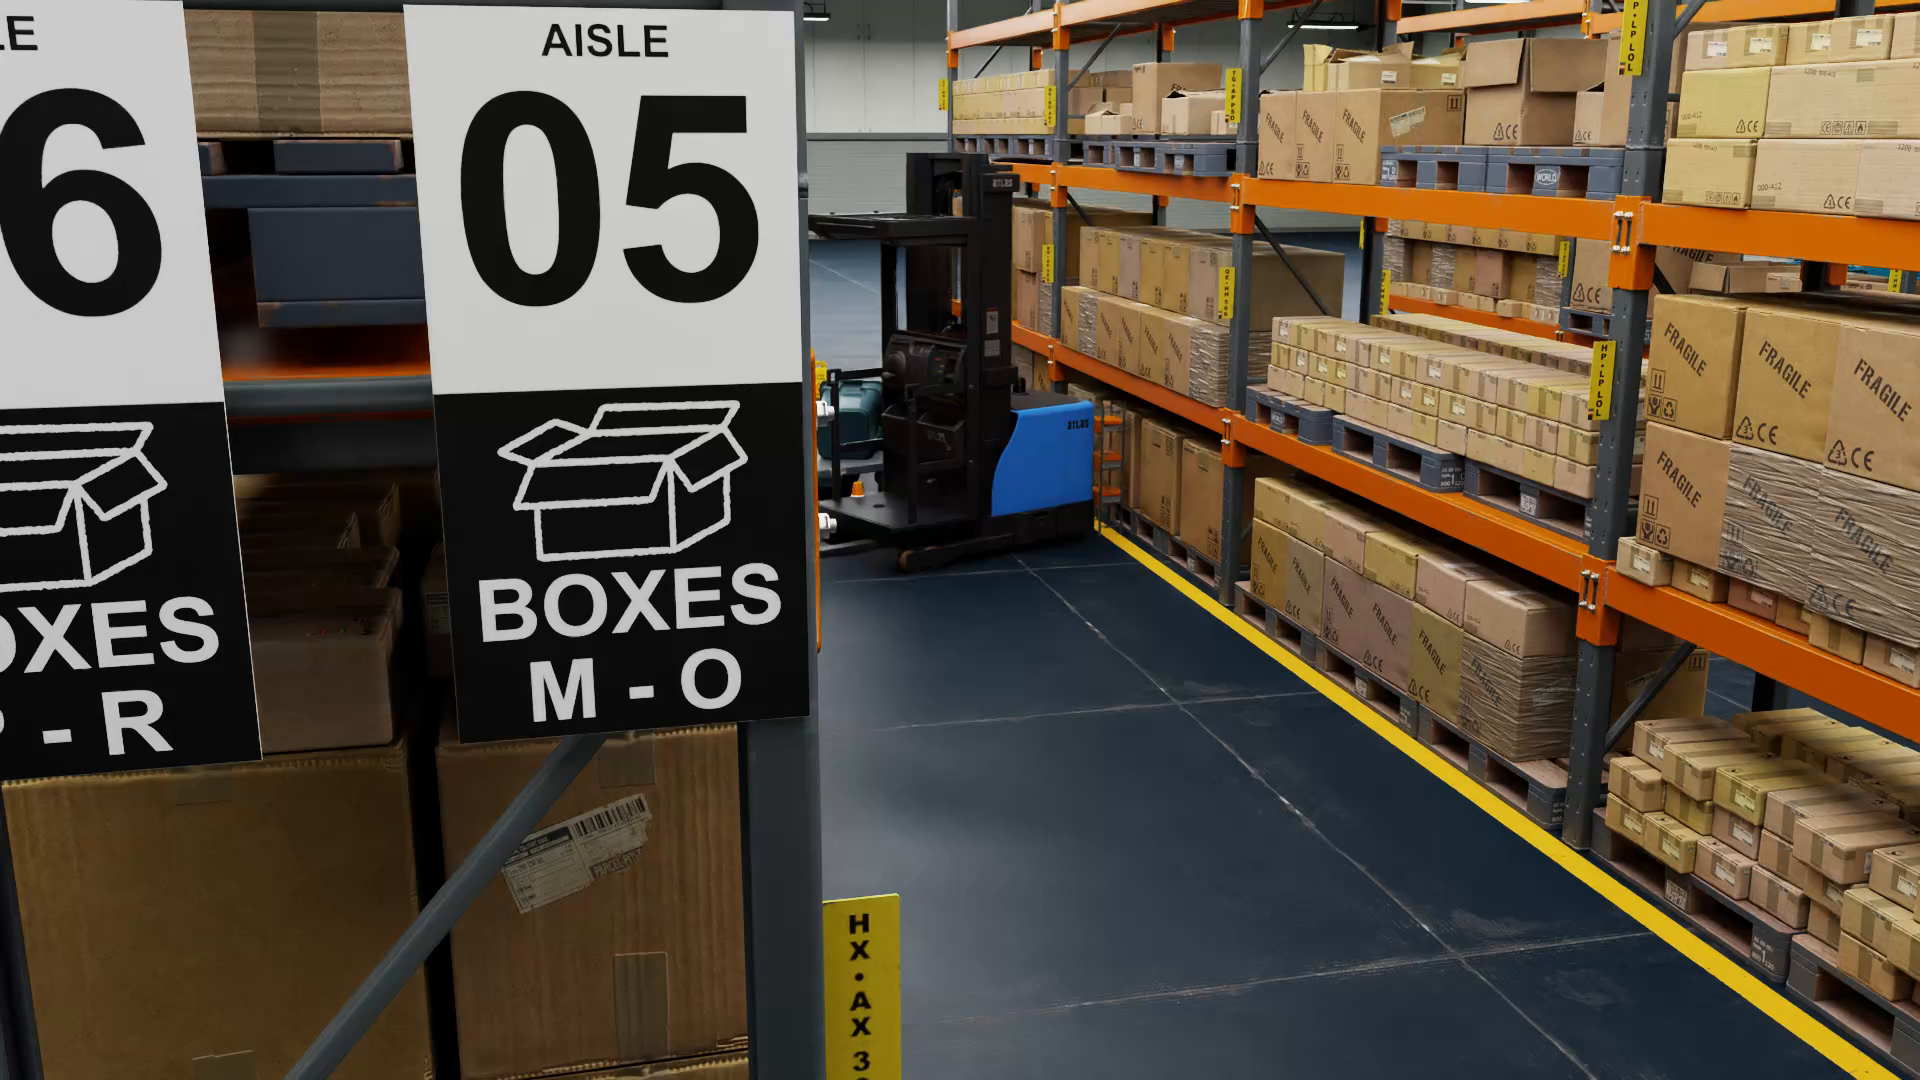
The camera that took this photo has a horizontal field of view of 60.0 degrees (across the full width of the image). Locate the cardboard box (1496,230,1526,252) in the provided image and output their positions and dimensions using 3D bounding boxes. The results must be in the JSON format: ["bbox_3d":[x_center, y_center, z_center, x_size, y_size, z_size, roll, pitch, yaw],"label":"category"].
[{"bbox_3d":[5.656,-3.107,16.379,0.500,0.500,0.500,-3,14,-13],"label":"cardboard box"}]

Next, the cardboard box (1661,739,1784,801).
[{"bbox_3d":[3.069,0.924,6.692,0.380,0.149,0.250,-3,14,-10],"label":"cardboard box"}]

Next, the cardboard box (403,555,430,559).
[{"bbox_3d":[-1.275,0.231,3.344,0.500,0.500,0.500,-3,14,-13],"label":"cardboard box"}]

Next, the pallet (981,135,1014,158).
[{"bbox_3d":[0.838,-3.855,16.254,1.003,0.211,1.213,-3,14,-13],"label":"pallet"}]

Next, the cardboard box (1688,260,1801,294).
[{"bbox_3d":[6.645,-2.084,14.033,0.797,0.503,0.637,-2,14,-7],"label":"cardboard box"}]

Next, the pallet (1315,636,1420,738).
[{"bbox_3d":[2.708,0.768,9.340,1.003,0.211,1.213,-3,14,-13],"label":"pallet"}]

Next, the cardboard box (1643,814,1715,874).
[{"bbox_3d":[3.018,1.219,6.741,0.380,0.149,0.250,-3,14,-12],"label":"cardboard box"}]

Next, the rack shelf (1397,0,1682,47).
[{"bbox_3d":[5.678,-5.249,16.973,1.077,0.370,4.000,-3,14,-13],"label":"rack shelf"}]

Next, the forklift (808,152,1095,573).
[{"bbox_3d":[-0.430,-1.324,12.172,3.031,2.935,1.130,-10,17,-36],"label":"forklift"}]

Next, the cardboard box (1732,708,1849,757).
[{"bbox_3d":[3.519,0.834,7.062,0.380,0.149,0.250,-3,14,-12],"label":"cardboard box"}]

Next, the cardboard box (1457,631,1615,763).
[{"bbox_3d":[2.763,0.728,8.009,0.500,0.500,0.500,-4,14,-14],"label":"cardboard box"}]

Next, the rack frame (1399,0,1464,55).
[{"bbox_3d":[5.209,-6.061,18.776,1.000,3.000,0.127,-3,14,-13],"label":"rack frame"}]

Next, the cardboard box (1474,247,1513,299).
[{"bbox_3d":[5.804,-2.752,17.032,0.875,0.500,0.500,-3,14,-13],"label":"cardboard box"}]

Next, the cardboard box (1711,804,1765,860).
[{"bbox_3d":[3.195,1.120,6.518,0.380,0.149,0.250,-3,14,-14],"label":"cardboard box"}]

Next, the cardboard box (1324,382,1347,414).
[{"bbox_3d":[2.343,-0.829,9.646,0.380,0.149,0.250,-3,14,-11],"label":"cardboard box"}]

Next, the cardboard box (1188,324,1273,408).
[{"bbox_3d":[1.876,-1.186,11.250,0.500,0.500,0.500,-3,14,-13],"label":"cardboard box"}]

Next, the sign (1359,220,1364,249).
[{"bbox_3d":[4.681,-3.537,19.261,0.100,0.325,0.005,-3,14,-13],"label":"sign"}]

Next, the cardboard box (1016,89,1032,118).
[{"bbox_3d":[0.820,-3.968,15.123,0.500,0.250,0.500,-3,14,-13],"label":"cardboard box"}]

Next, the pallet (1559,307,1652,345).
[{"bbox_3d":[6.186,-1.947,14.979,1.003,0.211,1.213,-3,14,-13],"label":"pallet"}]

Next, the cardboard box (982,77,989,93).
[{"bbox_3d":[0.430,-4.481,16.381,0.380,0.149,0.250,-3,14,-14],"label":"cardboard box"}]

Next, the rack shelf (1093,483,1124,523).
[{"bbox_3d":[1.143,-0.295,13.134,0.215,0.259,0.240,-4,14,-19],"label":"rack shelf"}]

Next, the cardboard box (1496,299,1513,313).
[{"bbox_3d":[5.665,-2.371,16.841,0.380,0.149,0.250,-3,14,-13],"label":"cardboard box"}]

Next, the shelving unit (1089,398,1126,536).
[{"bbox_3d":[1.145,-0.576,13.067,0.215,1.050,0.252,-4,14,-19],"label":"shelving unit"}]

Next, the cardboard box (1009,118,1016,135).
[{"bbox_3d":[0.668,-3.859,15.517,0.380,0.149,0.250,-3,14,-12],"label":"cardboard box"}]

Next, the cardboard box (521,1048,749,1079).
[{"bbox_3d":[-0.500,0.921,2.626,0.500,0.500,0.500,-3,14,-14],"label":"cardboard box"}]

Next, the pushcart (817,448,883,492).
[{"bbox_3d":[-1.280,-0.537,14.328,1.648,0.377,0.936,-9,16,-33],"label":"pushcart"}]

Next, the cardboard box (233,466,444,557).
[{"bbox_3d":[-1.182,-0.061,3.173,0.380,0.149,0.250,-3,14,-14],"label":"cardboard box"}]

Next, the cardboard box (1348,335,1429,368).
[{"bbox_3d":[2.409,-1.060,9.335,0.380,0.149,0.250,-3,14,-11],"label":"cardboard box"}]

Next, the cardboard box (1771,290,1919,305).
[{"bbox_3d":[3.555,-0.711,6.572,0.500,0.500,0.500,-4,14,-15],"label":"cardboard box"}]

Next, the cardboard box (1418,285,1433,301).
[{"bbox_3d":[5.259,-2.714,18.245,0.380,0.149,0.250,-3,14,-13],"label":"cardboard box"}]

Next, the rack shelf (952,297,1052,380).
[{"bbox_3d":[0.834,-2.083,16.648,1.077,0.370,4.000,-3,14,-13],"label":"rack shelf"}]

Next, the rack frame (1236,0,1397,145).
[{"bbox_3d":[2.243,-3.963,10.186,1.000,3.000,0.127,-3,14,-13],"label":"rack frame"}]

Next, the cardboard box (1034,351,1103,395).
[{"bbox_3d":[1.224,-1.292,15.487,0.875,0.875,0.875,-3,14,-12],"label":"cardboard box"}]

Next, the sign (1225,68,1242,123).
[{"bbox_3d":[1.701,-2.766,10.352,0.100,0.325,0.005,-3,14,-13],"label":"sign"}]

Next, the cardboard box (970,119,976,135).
[{"bbox_3d":[0.312,-4.210,16.950,0.380,0.149,0.250,-3,14,-13],"label":"cardboard box"}]

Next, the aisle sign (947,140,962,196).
[{"bbox_3d":[0.056,-4.156,18.142,0.394,0.787,0.004,-3,14,-13],"label":"aisle sign"}]

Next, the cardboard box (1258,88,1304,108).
[{"bbox_3d":[2.286,-2.894,11.224,0.500,0.311,0.500,-3,14,-13],"label":"cardboard box"}]

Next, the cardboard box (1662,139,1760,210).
[{"bbox_3d":[3.034,-1.388,6.285,0.500,0.250,0.500,-3,14,-10],"label":"cardboard box"}]

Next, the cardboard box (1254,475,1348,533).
[{"bbox_3d":[2.169,-0.230,10.349,0.500,0.250,0.500,-4,14,-16],"label":"cardboard box"}]

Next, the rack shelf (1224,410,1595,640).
[{"bbox_3d":[2.712,-0.237,9.094,1.077,0.370,4.000,-3,14,-13],"label":"rack shelf"}]

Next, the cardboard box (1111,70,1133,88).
[{"bbox_3d":[1.548,-4.049,14.613,0.380,0.149,0.250,-3,14,-13],"label":"cardboard box"}]

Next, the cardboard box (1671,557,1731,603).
[{"bbox_3d":[3.063,0.136,6.581,0.380,0.149,0.250,-3,14,-12],"label":"cardboard box"}]

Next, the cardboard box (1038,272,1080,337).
[{"bbox_3d":[1.205,-2.128,15.002,0.875,0.550,0.550,-3,14,-13],"label":"cardboard box"}]

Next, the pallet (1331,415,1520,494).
[{"bbox_3d":[2.747,-0.501,9.060,1.003,0.211,1.213,-3,14,-13],"label":"pallet"}]

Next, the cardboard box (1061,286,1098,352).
[{"bbox_3d":[1.165,-1.883,14.105,0.500,0.500,0.500,-3,14,-13],"label":"cardboard box"}]

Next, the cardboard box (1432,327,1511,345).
[{"bbox_3d":[2.988,-1.152,9.712,0.380,0.149,0.250,-3,14,-12],"label":"cardboard box"}]

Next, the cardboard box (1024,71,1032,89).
[{"bbox_3d":[0.790,-4.129,14.941,0.380,0.149,0.250,-3,14,-13],"label":"cardboard box"}]

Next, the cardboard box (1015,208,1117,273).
[{"bbox_3d":[1.008,-2.776,15.378,0.875,0.550,0.550,-3,14,-13],"label":"cardboard box"}]

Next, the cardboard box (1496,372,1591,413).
[{"bbox_3d":[2.775,-0.700,7.862,0.380,0.149,0.250,-4,14,-15],"label":"cardboard box"}]

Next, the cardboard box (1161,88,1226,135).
[{"bbox_3d":[1.706,-2.939,11.409,0.500,0.311,0.500,-3,14,-13],"label":"cardboard box"}]

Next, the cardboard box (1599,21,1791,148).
[{"bbox_3d":[3.200,-1.929,7.086,0.700,0.500,0.500,-3,14,-13],"label":"cardboard box"}]

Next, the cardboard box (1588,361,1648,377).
[{"bbox_3d":[3.351,-0.794,8.248,0.380,0.149,0.250,-3,14,-14],"label":"cardboard box"}]

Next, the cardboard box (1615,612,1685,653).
[{"bbox_3d":[3.265,0.335,8.036,0.500,0.250,0.500,-4,14,-16],"label":"cardboard box"}]

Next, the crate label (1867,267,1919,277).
[{"bbox_3d":[10.718,-3.031,18.937,0.502,0.435,0.616,-3,14,-13],"label":"crate label"}]

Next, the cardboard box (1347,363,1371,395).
[{"bbox_3d":[2.410,-0.912,9.359,0.380,0.149,0.250,-3,14,-13],"label":"cardboard box"}]

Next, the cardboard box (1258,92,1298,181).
[{"bbox_3d":[2.118,-2.407,9.930,0.500,0.500,0.500,-3,14,-13],"label":"cardboard box"}]

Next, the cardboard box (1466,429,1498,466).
[{"bbox_3d":[2.720,-0.463,8.148,0.380,0.149,0.250,-4,14,-16],"label":"cardboard box"}]

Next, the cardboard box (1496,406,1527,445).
[{"bbox_3d":[2.778,-0.551,7.879,0.380,0.149,0.250,-3,14,-11],"label":"cardboard box"}]

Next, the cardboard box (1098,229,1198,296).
[{"bbox_3d":[1.548,-2.273,13.591,0.700,0.500,0.500,-4,14,-14],"label":"cardboard box"}]
